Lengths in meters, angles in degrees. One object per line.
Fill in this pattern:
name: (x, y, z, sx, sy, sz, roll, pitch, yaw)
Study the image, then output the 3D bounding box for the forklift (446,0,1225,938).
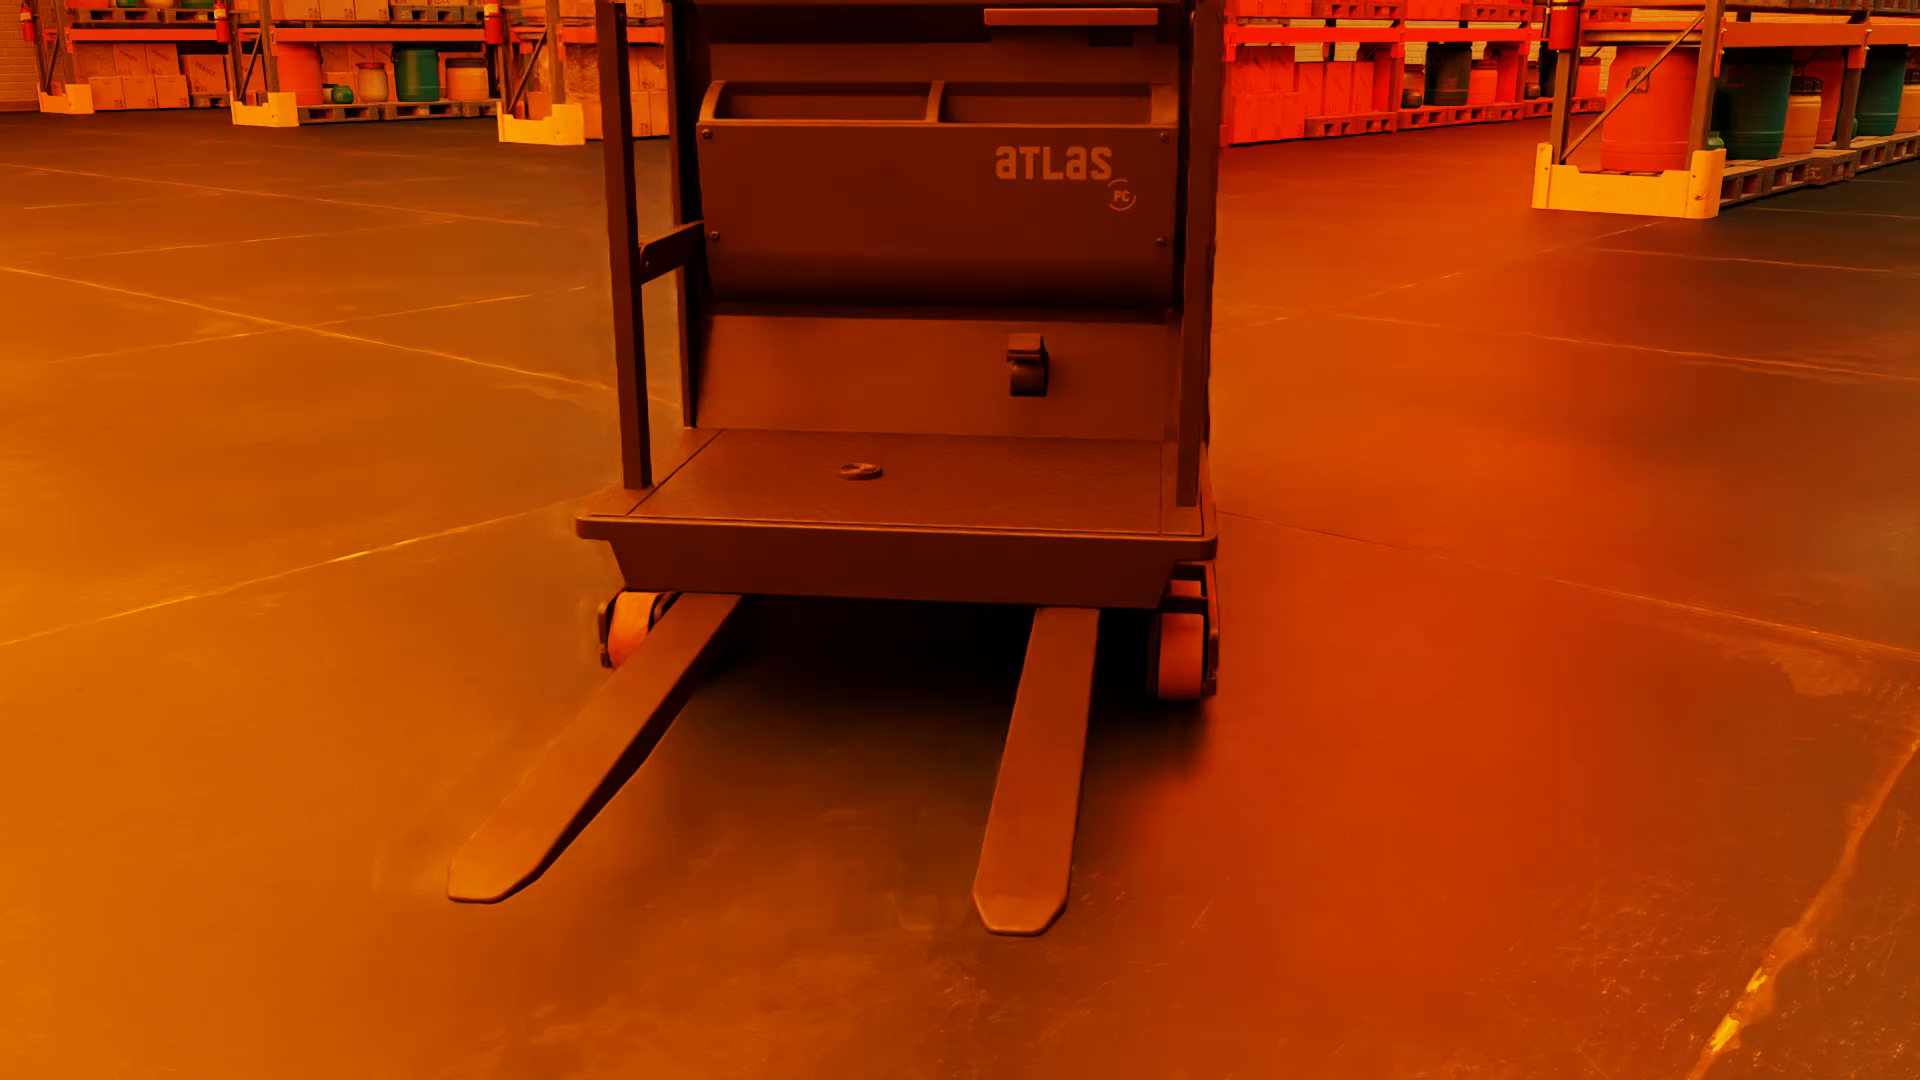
forklift: (-0.065, -1.215, 2.900, 1.130, 2.935, 3.031, 2, 17, 6)
